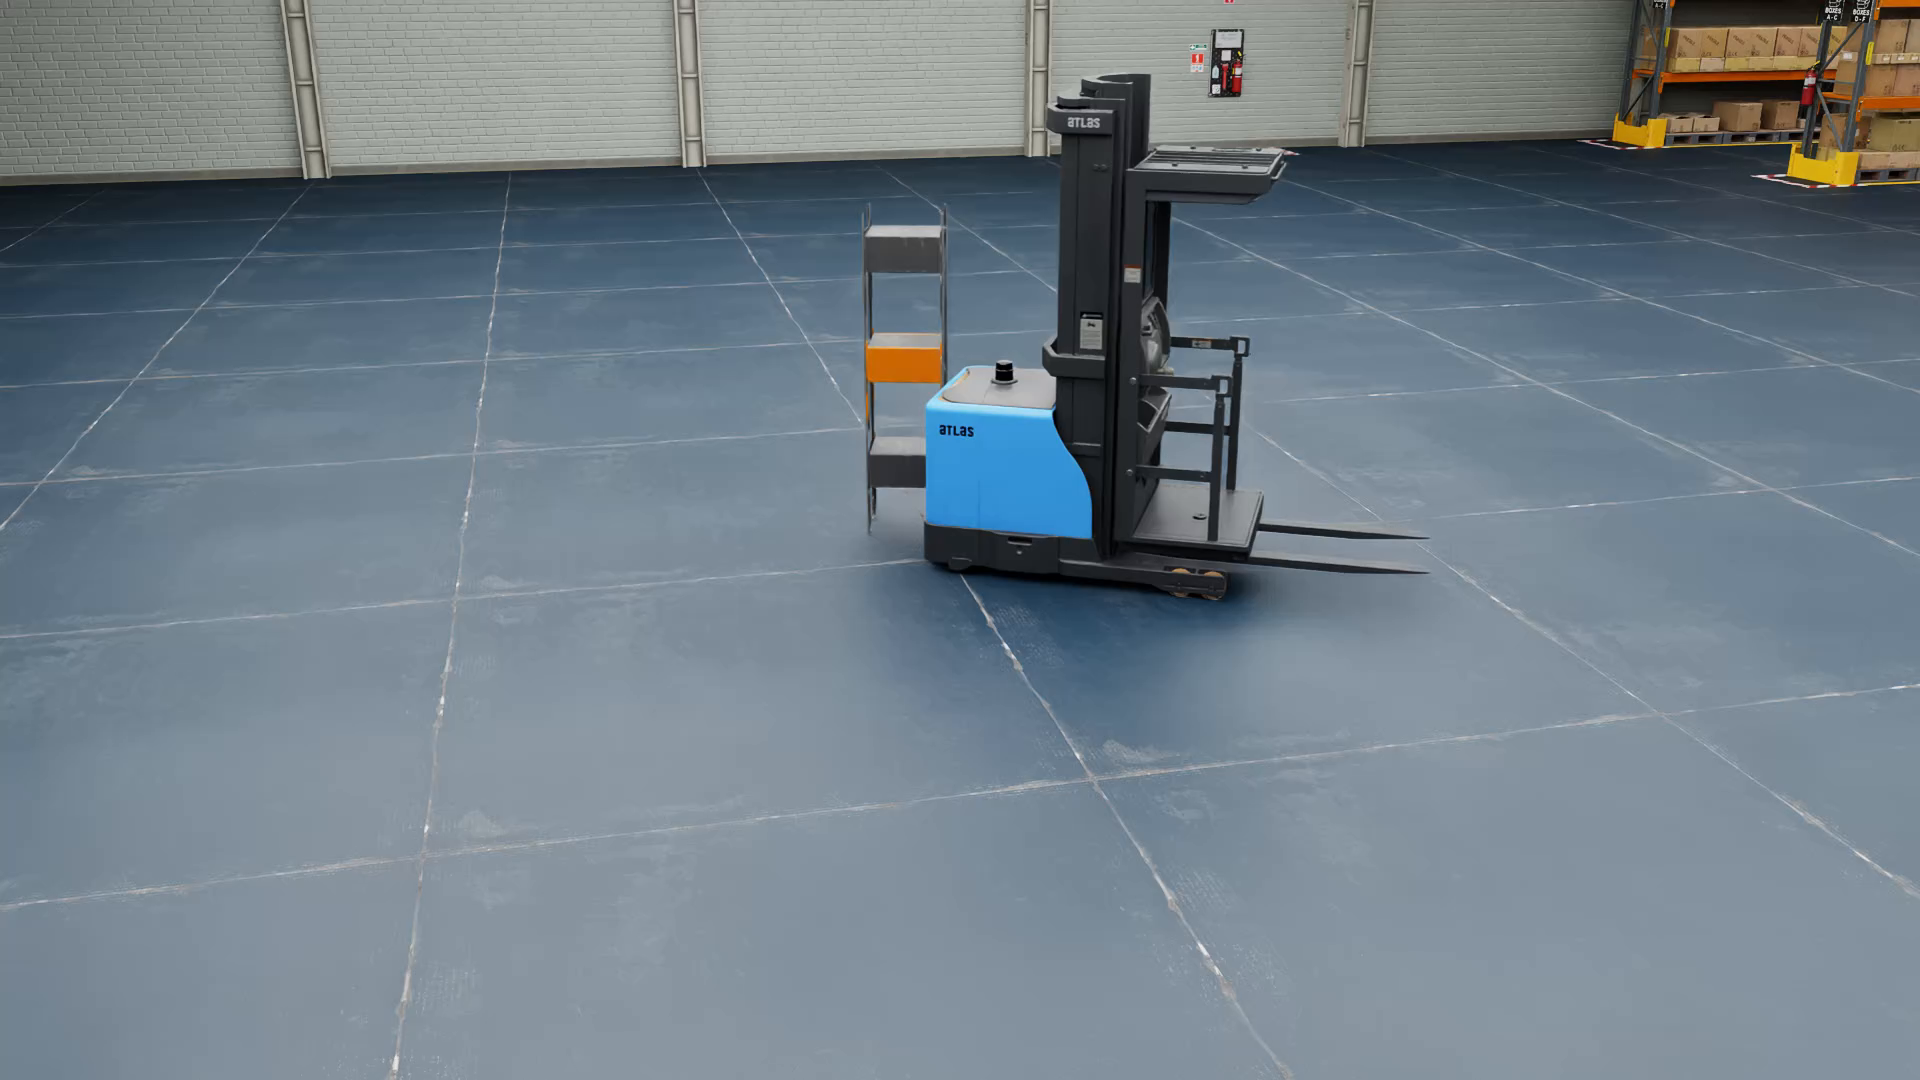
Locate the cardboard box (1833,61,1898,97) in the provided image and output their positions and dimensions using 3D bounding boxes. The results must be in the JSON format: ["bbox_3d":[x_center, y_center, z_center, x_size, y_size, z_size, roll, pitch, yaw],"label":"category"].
[{"bbox_3d":[14.153,-7.216,26.007,0.500,0.500,0.700,-5,21,-12],"label":"cardboard box"}]

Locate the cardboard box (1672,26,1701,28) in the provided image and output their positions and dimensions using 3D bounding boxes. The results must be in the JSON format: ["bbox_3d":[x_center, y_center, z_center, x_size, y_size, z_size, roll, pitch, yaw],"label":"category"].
[{"bbox_3d":[13.455,-9.230,30.750,0.500,0.500,0.500,-4,21,-12],"label":"cardboard box"}]

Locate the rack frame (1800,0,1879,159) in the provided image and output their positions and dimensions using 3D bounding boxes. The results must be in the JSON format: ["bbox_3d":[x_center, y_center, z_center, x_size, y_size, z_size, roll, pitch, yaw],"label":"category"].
[{"bbox_3d":[13.696,-7.136,25.935,0.127,3.000,1.000,-5,21,-12],"label":"rack frame"}]

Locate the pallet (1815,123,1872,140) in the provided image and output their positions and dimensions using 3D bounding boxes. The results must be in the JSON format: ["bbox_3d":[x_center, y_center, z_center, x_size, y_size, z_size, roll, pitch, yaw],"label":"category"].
[{"bbox_3d":[17.203,-7.864,31.974,1.213,0.211,1.003,-5,21,-12],"label":"pallet"}]

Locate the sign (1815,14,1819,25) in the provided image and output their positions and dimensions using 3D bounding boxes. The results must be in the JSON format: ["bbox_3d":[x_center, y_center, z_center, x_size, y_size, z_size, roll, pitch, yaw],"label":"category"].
[{"bbox_3d":[16.314,-9.840,31.632,0.005,0.325,0.100,-5,21,-12],"label":"sign"}]

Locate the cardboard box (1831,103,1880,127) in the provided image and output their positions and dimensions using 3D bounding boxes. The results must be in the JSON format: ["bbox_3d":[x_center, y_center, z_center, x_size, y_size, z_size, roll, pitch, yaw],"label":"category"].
[{"bbox_3d":[17.158,-8.207,31.854,0.500,0.500,0.700,-4,20,-11],"label":"cardboard box"}]

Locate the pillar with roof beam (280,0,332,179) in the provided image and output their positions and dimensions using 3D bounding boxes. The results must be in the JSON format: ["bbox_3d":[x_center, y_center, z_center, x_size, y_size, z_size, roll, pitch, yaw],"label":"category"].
[{"bbox_3d":[-9.331,-8.615,21.251,0.400,9.000,9.100,-5,21,-12],"label":"pillar with roof beam"}]

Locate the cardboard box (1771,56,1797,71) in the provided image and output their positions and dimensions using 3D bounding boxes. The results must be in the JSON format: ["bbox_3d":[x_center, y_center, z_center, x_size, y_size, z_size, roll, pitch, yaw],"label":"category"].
[{"bbox_3d":[15.081,-8.829,30.745,0.500,0.250,0.500,-5,21,-13],"label":"cardboard box"}]

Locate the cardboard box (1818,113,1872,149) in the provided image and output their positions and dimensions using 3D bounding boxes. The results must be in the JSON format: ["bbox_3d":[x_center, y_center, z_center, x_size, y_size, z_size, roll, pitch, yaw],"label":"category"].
[{"bbox_3d":[14.150,-6.537,26.595,0.500,0.500,0.500,-5,21,-12],"label":"cardboard box"}]

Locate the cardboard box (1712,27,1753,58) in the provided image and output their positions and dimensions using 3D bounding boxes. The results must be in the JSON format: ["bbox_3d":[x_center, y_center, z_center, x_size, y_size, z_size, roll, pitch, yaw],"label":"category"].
[{"bbox_3d":[14.074,-9.097,30.386,0.500,0.500,0.500,-5,21,-14],"label":"cardboard box"}]

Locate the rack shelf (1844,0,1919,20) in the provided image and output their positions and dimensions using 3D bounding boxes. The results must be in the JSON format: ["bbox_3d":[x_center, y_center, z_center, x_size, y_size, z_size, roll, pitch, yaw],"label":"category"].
[{"bbox_3d":[15.642,-8.365,25.975,4.000,0.370,1.077,-5,21,-12],"label":"rack shelf"}]

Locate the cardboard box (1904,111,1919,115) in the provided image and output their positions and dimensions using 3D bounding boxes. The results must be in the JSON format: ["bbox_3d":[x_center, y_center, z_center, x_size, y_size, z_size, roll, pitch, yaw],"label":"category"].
[{"bbox_3d":[15.606,-6.660,26.931,0.500,0.500,0.500,-5,21,-12],"label":"cardboard box"}]

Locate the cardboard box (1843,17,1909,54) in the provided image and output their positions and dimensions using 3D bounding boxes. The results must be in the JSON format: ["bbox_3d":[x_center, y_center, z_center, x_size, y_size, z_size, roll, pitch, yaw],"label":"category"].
[{"bbox_3d":[14.205,-7.829,25.795,0.500,0.500,0.700,-5,21,-12],"label":"cardboard box"}]

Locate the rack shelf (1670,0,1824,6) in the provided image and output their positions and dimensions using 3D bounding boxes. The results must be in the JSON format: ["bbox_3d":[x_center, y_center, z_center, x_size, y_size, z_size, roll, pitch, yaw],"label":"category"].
[{"bbox_3d":[14.499,-10.023,30.501,4.000,0.370,1.077,-5,21,-12],"label":"rack shelf"}]

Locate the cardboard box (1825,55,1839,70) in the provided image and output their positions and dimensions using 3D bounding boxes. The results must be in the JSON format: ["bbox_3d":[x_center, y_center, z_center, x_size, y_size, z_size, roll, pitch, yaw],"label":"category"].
[{"bbox_3d":[16.054,-8.911,30.968,0.500,0.250,0.500,-5,21,-12],"label":"cardboard box"}]

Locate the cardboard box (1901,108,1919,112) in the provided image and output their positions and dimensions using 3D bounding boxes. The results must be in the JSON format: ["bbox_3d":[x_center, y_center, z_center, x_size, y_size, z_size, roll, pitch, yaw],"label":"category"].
[{"bbox_3d":[18.155,-8.292,32.085,0.500,0.500,0.700,-4,21,-12],"label":"cardboard box"}]

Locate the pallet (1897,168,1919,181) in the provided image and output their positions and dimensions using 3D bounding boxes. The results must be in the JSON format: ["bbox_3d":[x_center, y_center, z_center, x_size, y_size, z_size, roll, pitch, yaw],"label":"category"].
[{"bbox_3d":[15.616,-5.997,26.879,1.213,0.211,1.003,-5,21,-12],"label":"pallet"}]

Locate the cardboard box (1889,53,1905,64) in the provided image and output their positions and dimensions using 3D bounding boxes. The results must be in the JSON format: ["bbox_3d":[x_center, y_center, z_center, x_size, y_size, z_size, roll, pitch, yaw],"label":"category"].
[{"bbox_3d":[14.384,-7.469,25.754,0.250,0.149,0.380,-5,21,-14],"label":"cardboard box"}]

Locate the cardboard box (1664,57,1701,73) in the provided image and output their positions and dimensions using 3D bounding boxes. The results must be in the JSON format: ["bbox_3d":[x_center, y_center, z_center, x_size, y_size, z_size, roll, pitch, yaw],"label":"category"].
[{"bbox_3d":[13.101,-8.665,30.299,0.500,0.250,0.500,-5,21,-14],"label":"cardboard box"}]

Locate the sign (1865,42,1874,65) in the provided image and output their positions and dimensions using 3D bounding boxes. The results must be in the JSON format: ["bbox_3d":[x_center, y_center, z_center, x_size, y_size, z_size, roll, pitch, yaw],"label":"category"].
[{"bbox_3d":[13.818,-7.394,25.264,0.005,0.325,0.100,-5,21,-12],"label":"sign"}]

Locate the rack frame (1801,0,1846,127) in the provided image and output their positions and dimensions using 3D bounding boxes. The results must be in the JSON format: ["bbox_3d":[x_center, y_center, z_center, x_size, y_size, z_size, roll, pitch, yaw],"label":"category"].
[{"bbox_3d":[16.445,-9.111,31.325,0.127,3.000,1.000,-5,21,-12],"label":"rack frame"}]

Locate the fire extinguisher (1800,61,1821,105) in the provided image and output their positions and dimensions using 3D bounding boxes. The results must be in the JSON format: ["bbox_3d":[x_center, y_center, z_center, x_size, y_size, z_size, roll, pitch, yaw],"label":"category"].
[{"bbox_3d":[13.474,-7.246,26.347,0.183,0.674,0.296,-5,21,-12],"label":"fire extinguisher"}]

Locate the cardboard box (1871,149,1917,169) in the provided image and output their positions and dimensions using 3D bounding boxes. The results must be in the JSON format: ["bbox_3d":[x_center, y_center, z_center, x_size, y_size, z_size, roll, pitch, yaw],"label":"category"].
[{"bbox_3d":[14.755,-6.051,26.360,0.500,0.250,0.500,-5,21,-12],"label":"cardboard box"}]

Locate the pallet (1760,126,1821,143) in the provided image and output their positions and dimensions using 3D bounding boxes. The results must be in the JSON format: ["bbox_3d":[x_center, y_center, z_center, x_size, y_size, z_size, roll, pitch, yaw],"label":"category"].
[{"bbox_3d":[15.800,-7.736,31.627,1.213,0.211,1.003,-5,21,-12],"label":"pallet"}]

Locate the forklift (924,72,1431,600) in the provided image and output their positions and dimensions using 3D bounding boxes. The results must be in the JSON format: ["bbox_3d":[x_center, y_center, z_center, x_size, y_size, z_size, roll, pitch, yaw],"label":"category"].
[{"bbox_3d":[1.352,-1.223,9.892,3.031,2.935,1.130,5,21,14],"label":"forklift"}]

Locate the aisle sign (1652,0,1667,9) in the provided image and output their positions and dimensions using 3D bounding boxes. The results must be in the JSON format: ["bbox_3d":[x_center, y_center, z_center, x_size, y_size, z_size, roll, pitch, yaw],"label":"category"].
[{"bbox_3d":[12.552,-9.909,29.724,0.004,0.787,0.394,-5,21,-12],"label":"aisle sign"}]

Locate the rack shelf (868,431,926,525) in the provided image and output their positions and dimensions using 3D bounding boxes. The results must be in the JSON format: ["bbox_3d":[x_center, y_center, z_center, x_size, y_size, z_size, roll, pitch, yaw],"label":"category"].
[{"bbox_3d":[-0.343,-0.407,10.949,0.480,0.518,0.431,1,20,3],"label":"rack shelf"}]

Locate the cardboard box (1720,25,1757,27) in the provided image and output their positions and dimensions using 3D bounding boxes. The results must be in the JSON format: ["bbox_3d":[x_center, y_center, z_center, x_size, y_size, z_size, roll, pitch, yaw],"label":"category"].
[{"bbox_3d":[14.447,-9.312,30.975,0.500,0.500,0.500,-4,21,-12],"label":"cardboard box"}]

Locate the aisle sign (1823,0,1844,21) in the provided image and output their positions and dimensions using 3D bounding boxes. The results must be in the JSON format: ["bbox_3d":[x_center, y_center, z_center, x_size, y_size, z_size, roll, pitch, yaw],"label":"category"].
[{"bbox_3d":[13.565,-8.450,25.742,0.004,0.787,0.394,-5,21,-12],"label":"aisle sign"}]

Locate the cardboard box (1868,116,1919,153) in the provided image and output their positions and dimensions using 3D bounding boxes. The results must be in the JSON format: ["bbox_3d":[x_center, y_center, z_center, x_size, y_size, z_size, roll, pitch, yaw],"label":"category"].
[{"bbox_3d":[14.755,-6.403,26.229,0.500,0.500,0.500,-5,21,-12],"label":"cardboard box"}]

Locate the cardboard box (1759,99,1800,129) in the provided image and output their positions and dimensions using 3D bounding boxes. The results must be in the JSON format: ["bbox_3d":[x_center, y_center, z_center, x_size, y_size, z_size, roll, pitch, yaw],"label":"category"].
[{"bbox_3d":[15.444,-8.048,31.419,0.500,0.500,0.500,-6,21,-17],"label":"cardboard box"}]

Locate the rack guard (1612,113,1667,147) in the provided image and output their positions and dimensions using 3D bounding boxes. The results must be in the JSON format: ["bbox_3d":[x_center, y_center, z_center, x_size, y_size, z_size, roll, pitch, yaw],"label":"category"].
[{"bbox_3d":[12.627,-7.626,30.907,0.348,0.500,1.175,-5,21,-12],"label":"rack guard"}]

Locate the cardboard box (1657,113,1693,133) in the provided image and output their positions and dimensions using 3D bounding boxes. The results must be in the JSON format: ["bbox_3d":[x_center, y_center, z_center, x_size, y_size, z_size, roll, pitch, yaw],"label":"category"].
[{"bbox_3d":[13.247,-7.763,30.915,0.500,0.311,0.500,-7,21,-19],"label":"cardboard box"}]

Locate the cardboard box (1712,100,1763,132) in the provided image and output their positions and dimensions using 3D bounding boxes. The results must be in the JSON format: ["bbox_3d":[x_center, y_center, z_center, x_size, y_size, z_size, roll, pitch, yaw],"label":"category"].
[{"bbox_3d":[14.527,-7.938,31.118,0.500,0.500,0.700,-6,21,-16],"label":"cardboard box"}]

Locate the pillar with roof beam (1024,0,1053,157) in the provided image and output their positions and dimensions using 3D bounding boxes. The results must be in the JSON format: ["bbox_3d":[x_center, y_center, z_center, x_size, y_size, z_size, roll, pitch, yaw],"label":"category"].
[{"bbox_3d":[2.347,-9.565,23.844,0.400,9.000,9.100,-5,21,-12],"label":"pillar with roof beam"}]

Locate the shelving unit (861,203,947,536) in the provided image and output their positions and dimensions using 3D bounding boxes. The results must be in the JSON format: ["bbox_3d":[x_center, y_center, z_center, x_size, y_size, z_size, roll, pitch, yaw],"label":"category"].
[{"bbox_3d":[-0.343,-1.078,10.704,0.503,2.100,0.431,1,20,3],"label":"shelving unit"}]

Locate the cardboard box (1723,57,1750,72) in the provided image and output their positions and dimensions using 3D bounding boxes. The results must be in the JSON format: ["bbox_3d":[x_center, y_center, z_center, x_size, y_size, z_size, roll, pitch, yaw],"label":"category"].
[{"bbox_3d":[14.100,-8.750,30.528,0.500,0.250,0.500,-5,21,-13],"label":"cardboard box"}]

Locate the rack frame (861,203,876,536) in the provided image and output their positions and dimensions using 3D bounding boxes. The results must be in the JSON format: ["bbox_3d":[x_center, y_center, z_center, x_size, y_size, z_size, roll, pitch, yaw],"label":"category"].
[{"bbox_3d":[-0.587,-1.082,10.715,0.015,2.100,0.400,1,20,3],"label":"rack frame"}]

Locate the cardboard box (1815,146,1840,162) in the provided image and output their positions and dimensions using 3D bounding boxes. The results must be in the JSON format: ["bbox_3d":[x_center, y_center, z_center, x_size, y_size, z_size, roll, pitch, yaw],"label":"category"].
[{"bbox_3d":[14.150,-6.184,26.722,0.500,0.250,0.500,-5,21,-12],"label":"cardboard box"}]

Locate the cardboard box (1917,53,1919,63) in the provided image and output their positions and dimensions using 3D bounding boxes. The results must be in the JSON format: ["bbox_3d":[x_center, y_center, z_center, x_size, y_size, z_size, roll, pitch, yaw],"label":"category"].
[{"bbox_3d":[14.873,-7.507,25.859,0.250,0.149,0.380,-5,21,-13],"label":"cardboard box"}]

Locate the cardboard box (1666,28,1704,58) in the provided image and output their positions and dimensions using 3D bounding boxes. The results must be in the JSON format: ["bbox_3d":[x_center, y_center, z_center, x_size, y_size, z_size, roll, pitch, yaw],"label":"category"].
[{"bbox_3d":[13.086,-9.022,30.183,0.500,0.500,0.500,-5,21,-12],"label":"cardboard box"}]

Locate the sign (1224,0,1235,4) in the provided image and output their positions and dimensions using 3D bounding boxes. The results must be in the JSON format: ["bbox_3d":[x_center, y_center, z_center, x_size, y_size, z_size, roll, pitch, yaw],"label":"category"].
[{"bbox_3d":[4.751,-9.603,29.298,0.199,0.298,0.001,-5,21,-12],"label":"sign"}]

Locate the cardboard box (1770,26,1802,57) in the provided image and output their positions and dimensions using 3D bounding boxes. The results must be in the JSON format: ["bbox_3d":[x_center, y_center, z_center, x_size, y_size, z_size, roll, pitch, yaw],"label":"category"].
[{"bbox_3d":[15.079,-9.183,30.622,0.500,0.500,0.500,-5,21,-14],"label":"cardboard box"}]

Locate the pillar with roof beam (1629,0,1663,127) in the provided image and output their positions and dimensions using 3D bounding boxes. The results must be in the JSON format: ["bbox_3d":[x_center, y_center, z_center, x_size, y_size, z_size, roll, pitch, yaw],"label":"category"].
[{"bbox_3d":[14.025,-10.515,26.437,0.400,9.000,9.100,-5,21,-12],"label":"pillar with roof beam"}]

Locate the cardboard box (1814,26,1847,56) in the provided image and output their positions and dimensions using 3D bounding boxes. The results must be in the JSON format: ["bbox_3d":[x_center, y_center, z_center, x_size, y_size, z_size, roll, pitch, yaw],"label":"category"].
[{"bbox_3d":[16.056,-9.261,30.834,0.500,0.500,0.500,-5,21,-13],"label":"cardboard box"}]
